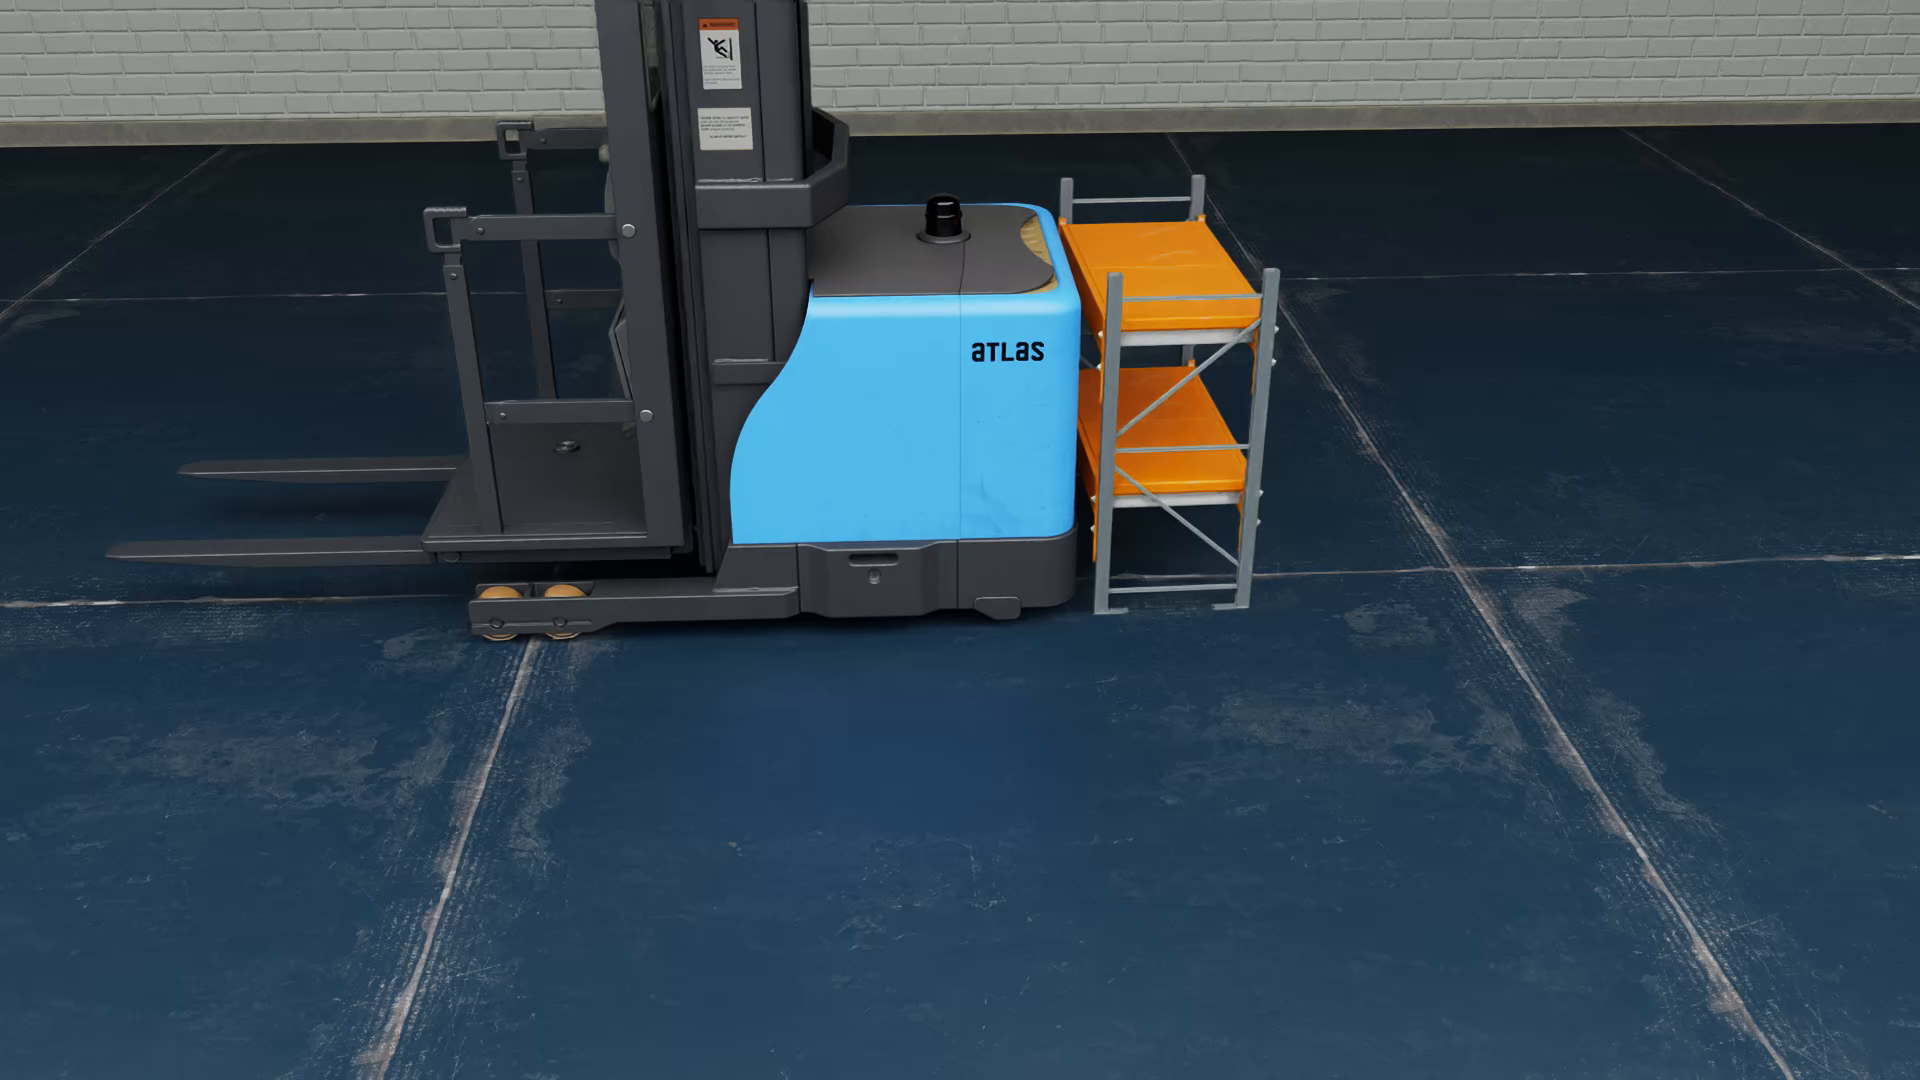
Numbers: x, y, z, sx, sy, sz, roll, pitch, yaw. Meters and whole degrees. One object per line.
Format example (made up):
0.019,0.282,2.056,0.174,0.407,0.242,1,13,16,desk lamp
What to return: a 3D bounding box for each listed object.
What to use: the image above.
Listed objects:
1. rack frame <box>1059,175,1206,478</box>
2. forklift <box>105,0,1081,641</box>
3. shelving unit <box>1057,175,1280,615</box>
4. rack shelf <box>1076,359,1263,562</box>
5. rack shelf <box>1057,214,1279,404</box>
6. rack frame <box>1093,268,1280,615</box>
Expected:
0.592,-0.744,5.961,0.500,1.125,0.032,-2,28,-4,rack frame
-1.166,-1.238,4.954,3.031,2.935,1.130,-1,28,-2,forklift
0.634,-0.510,5.511,0.538,1.125,1.048,-2,28,-4,shelving unit
0.634,-0.293,5.624,0.538,0.278,1.000,-2,28,-4,rack shelf
0.634,-0.770,5.376,0.538,0.278,1.000,-2,28,-4,rack shelf
0.675,-0.276,5.062,0.500,1.125,0.032,-2,28,-4,rack frame
